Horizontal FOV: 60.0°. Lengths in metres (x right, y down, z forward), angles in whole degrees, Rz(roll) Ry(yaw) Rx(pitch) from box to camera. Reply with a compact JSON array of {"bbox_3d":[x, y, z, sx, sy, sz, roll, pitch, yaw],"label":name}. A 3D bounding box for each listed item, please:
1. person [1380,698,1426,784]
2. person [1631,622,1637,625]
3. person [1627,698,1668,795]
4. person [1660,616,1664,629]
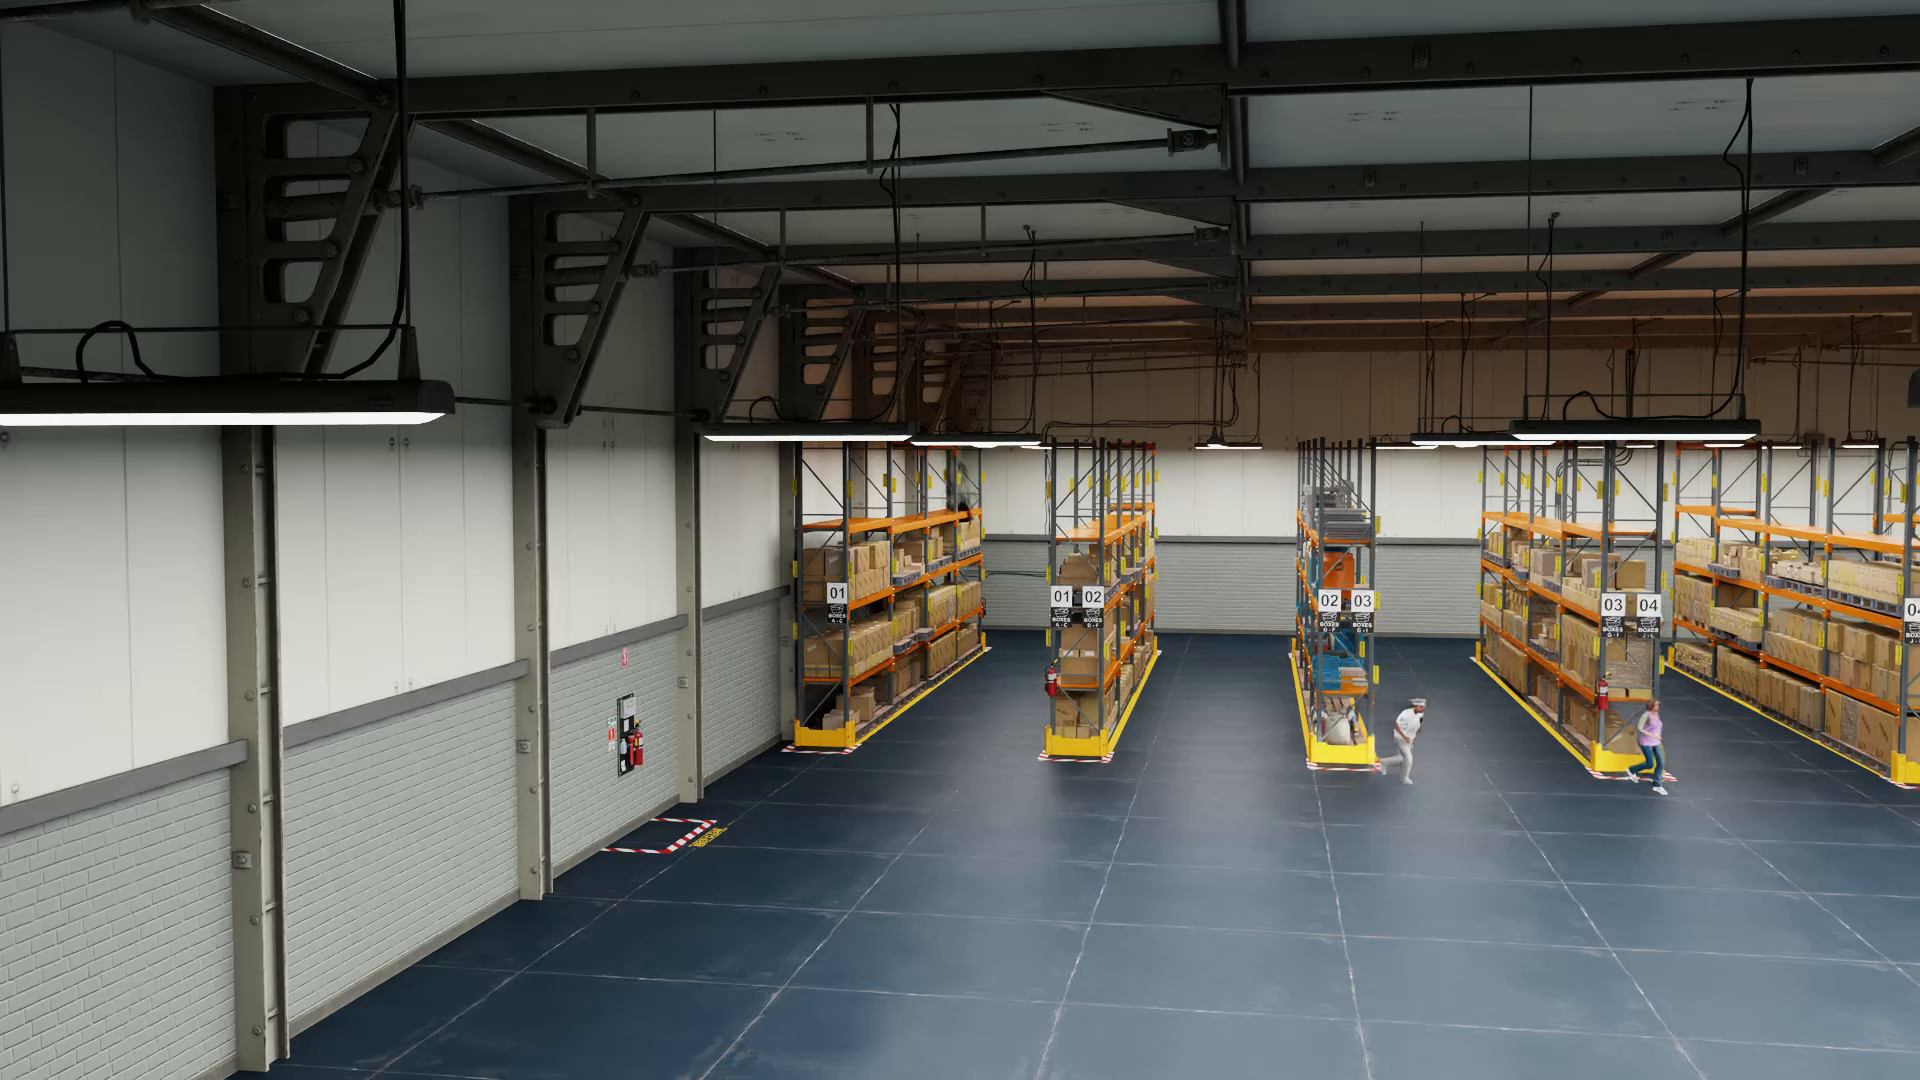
[{"bbox_3d":[7.686,3.461,28.817,0.585,1.526,0.900,-2,4,-34],"label":"person"},{"bbox_3d":[17.720,2.517,44.151,0.697,1.783,0.919,2,3,27],"label":"person"},{"bbox_3d":[11.615,3.459,28.059,0.577,1.594,0.752,-2,4,-33],"label":"person"},{"bbox_3d":[18.847,2.520,45.444,0.542,1.615,0.665,-1,3,-11],"label":"person"}]
